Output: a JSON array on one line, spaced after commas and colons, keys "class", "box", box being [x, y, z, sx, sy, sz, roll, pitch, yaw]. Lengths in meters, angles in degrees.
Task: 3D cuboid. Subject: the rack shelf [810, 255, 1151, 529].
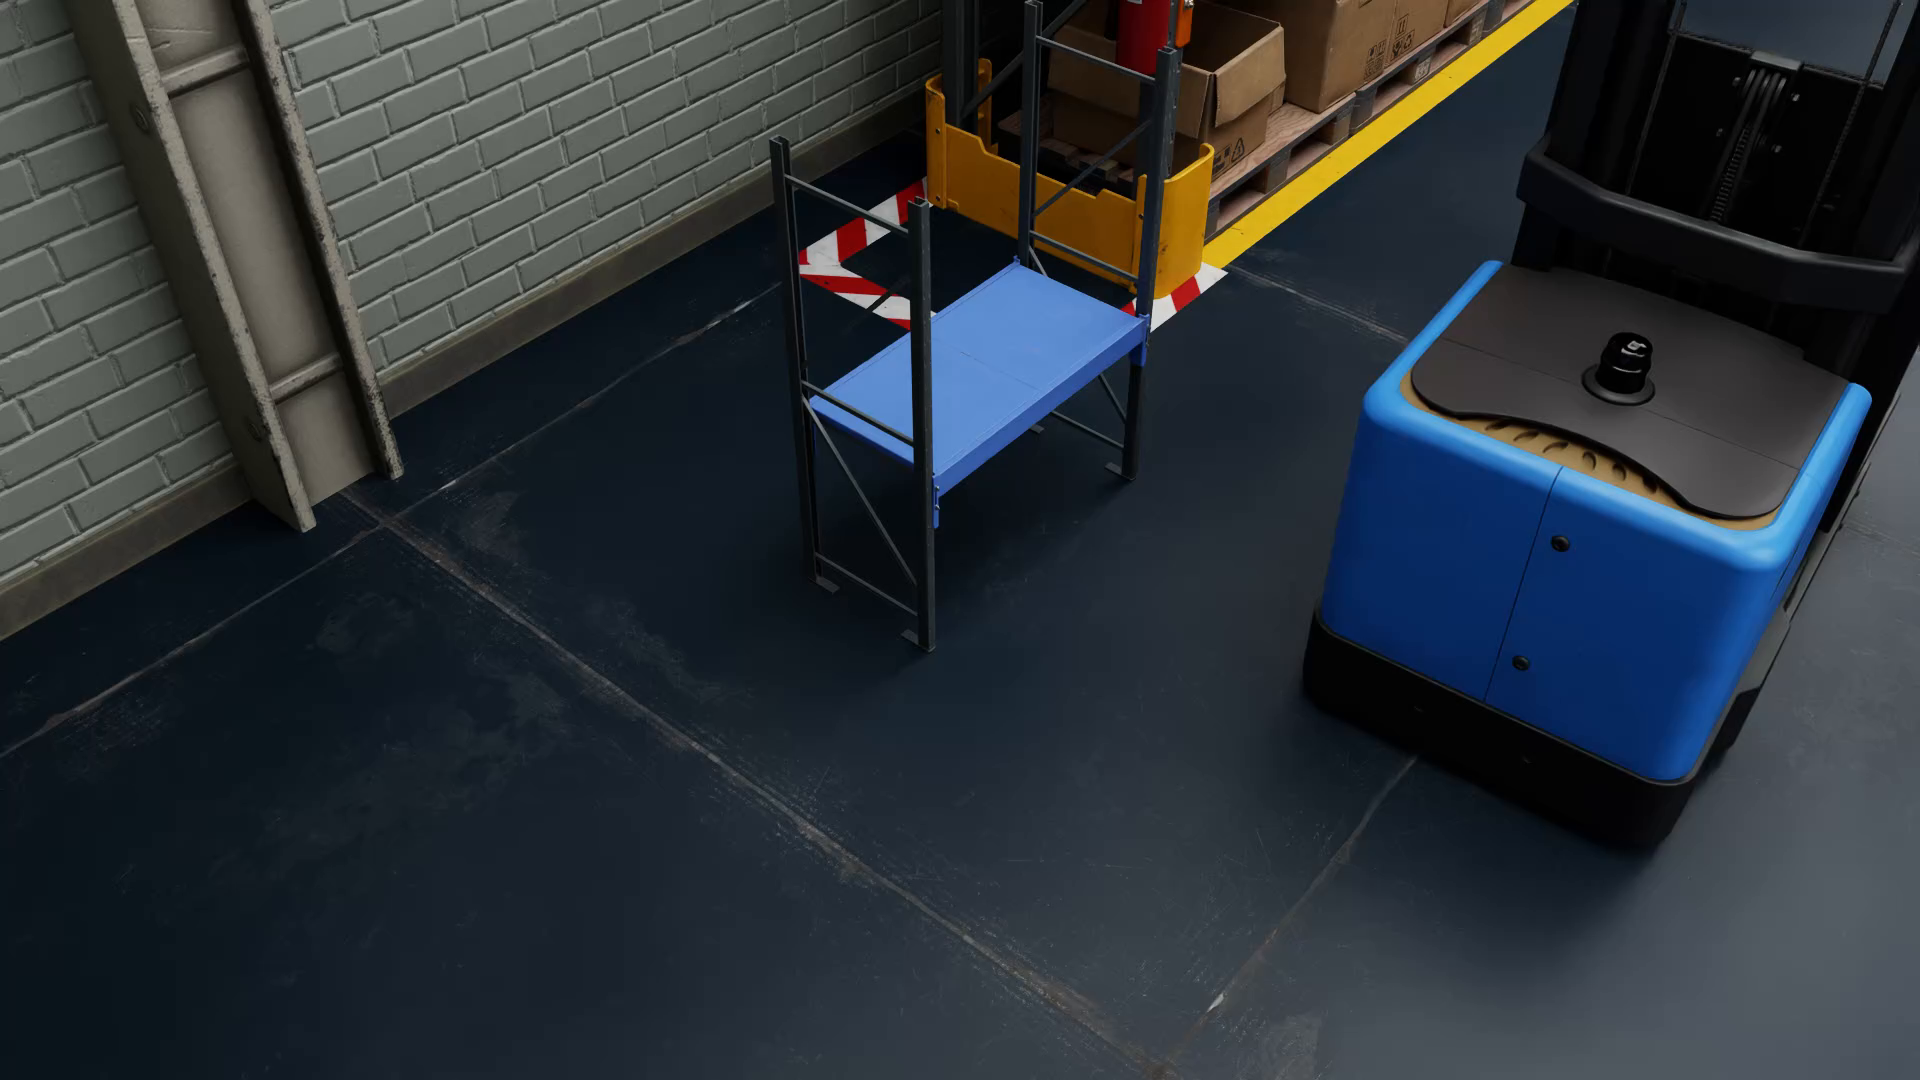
[{"class": "rack shelf", "box": [0.055, -0.466, 4.915, 0.538, 0.185, 1.000, 29, 50, 28]}]

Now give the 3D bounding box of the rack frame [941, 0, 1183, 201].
[{"class": "rack frame", "box": [0.348, -2.296, 5.546, 1.000, 3.000, 0.127, 29, 50, 28]}]

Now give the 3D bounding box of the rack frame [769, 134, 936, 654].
[{"class": "rack frame", "box": [-0.272, -0.337, 4.506, 0.500, 1.500, 0.032, 29, 50, 28]}]

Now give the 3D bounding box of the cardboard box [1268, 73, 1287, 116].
[{"class": "cardboard box", "box": [1.118, -1.873, 6.887, 0.380, 0.149, 0.250, 28, 49, 27]}]

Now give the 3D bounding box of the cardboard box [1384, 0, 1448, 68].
[{"class": "cardboard box", "box": [1.811, -2.453, 7.264, 0.500, 0.500, 0.500, 30, 50, 29]}]

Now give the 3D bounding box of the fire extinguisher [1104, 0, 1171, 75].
[{"class": "fire extinguisher", "box": [0.607, -1.854, 5.394, 0.296, 0.674, 0.183, 29, 50, 28]}]

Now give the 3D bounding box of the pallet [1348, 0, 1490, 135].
[{"class": "pallet", "box": [1.695, -2.340, 7.667, 1.003, 0.211, 1.213, 29, 50, 28]}]

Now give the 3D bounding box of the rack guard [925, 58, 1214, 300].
[{"class": "rack guard", "box": [0.397, -1.411, 6.430, 1.175, 0.500, 0.348, 29, 50, 28]}]

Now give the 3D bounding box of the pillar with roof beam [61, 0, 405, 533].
[{"class": "pillar with roof beam", "box": [1.218, -1.654, 0.380, 9.100, 9.000, 0.400, 29, 50, 28]}]

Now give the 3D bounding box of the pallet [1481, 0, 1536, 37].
[{"class": "pallet", "box": [2.480, -2.971, 8.361, 1.003, 0.211, 1.213, 29, 50, 28]}]

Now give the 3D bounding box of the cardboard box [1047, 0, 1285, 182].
[{"class": "cardboard box", "box": [0.815, -1.802, 6.546, 0.797, 0.503, 0.637, 28, 49, 27]}]

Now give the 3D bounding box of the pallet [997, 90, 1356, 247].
[{"class": "pallet", "box": [0.910, -1.715, 6.979, 1.003, 0.211, 1.213, 29, 50, 28]}]

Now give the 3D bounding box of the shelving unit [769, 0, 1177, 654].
[{"class": "shelving unit", "box": [0.055, -0.599, 4.794, 0.538, 1.500, 1.048, 29, 50, 28]}]

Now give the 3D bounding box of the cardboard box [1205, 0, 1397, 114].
[{"class": "cardboard box", "box": [1.394, -2.224, 7.012, 0.700, 0.500, 0.500, 32, 51, 30]}]

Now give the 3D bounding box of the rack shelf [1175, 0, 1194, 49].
[{"class": "rack shelf", "box": [1.635, -3.060, 6.920, 1.077, 0.370, 4.000, 29, 50, 28]}]

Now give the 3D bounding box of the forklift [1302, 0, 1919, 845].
[{"class": "forklift", "box": [2.249, -1.247, 4.443, 1.130, 2.935, 3.031, 26, 48, 26]}]

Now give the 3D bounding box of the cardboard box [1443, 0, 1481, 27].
[{"class": "cardboard box", "box": [2.063, -2.759, 7.600, 0.700, 0.500, 0.500, 28, 49, 27]}]

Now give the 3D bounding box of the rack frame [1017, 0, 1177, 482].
[{"class": "rack frame", "box": [0.382, -0.861, 5.082, 0.500, 1.500, 0.032, 29, 50, 28]}]
